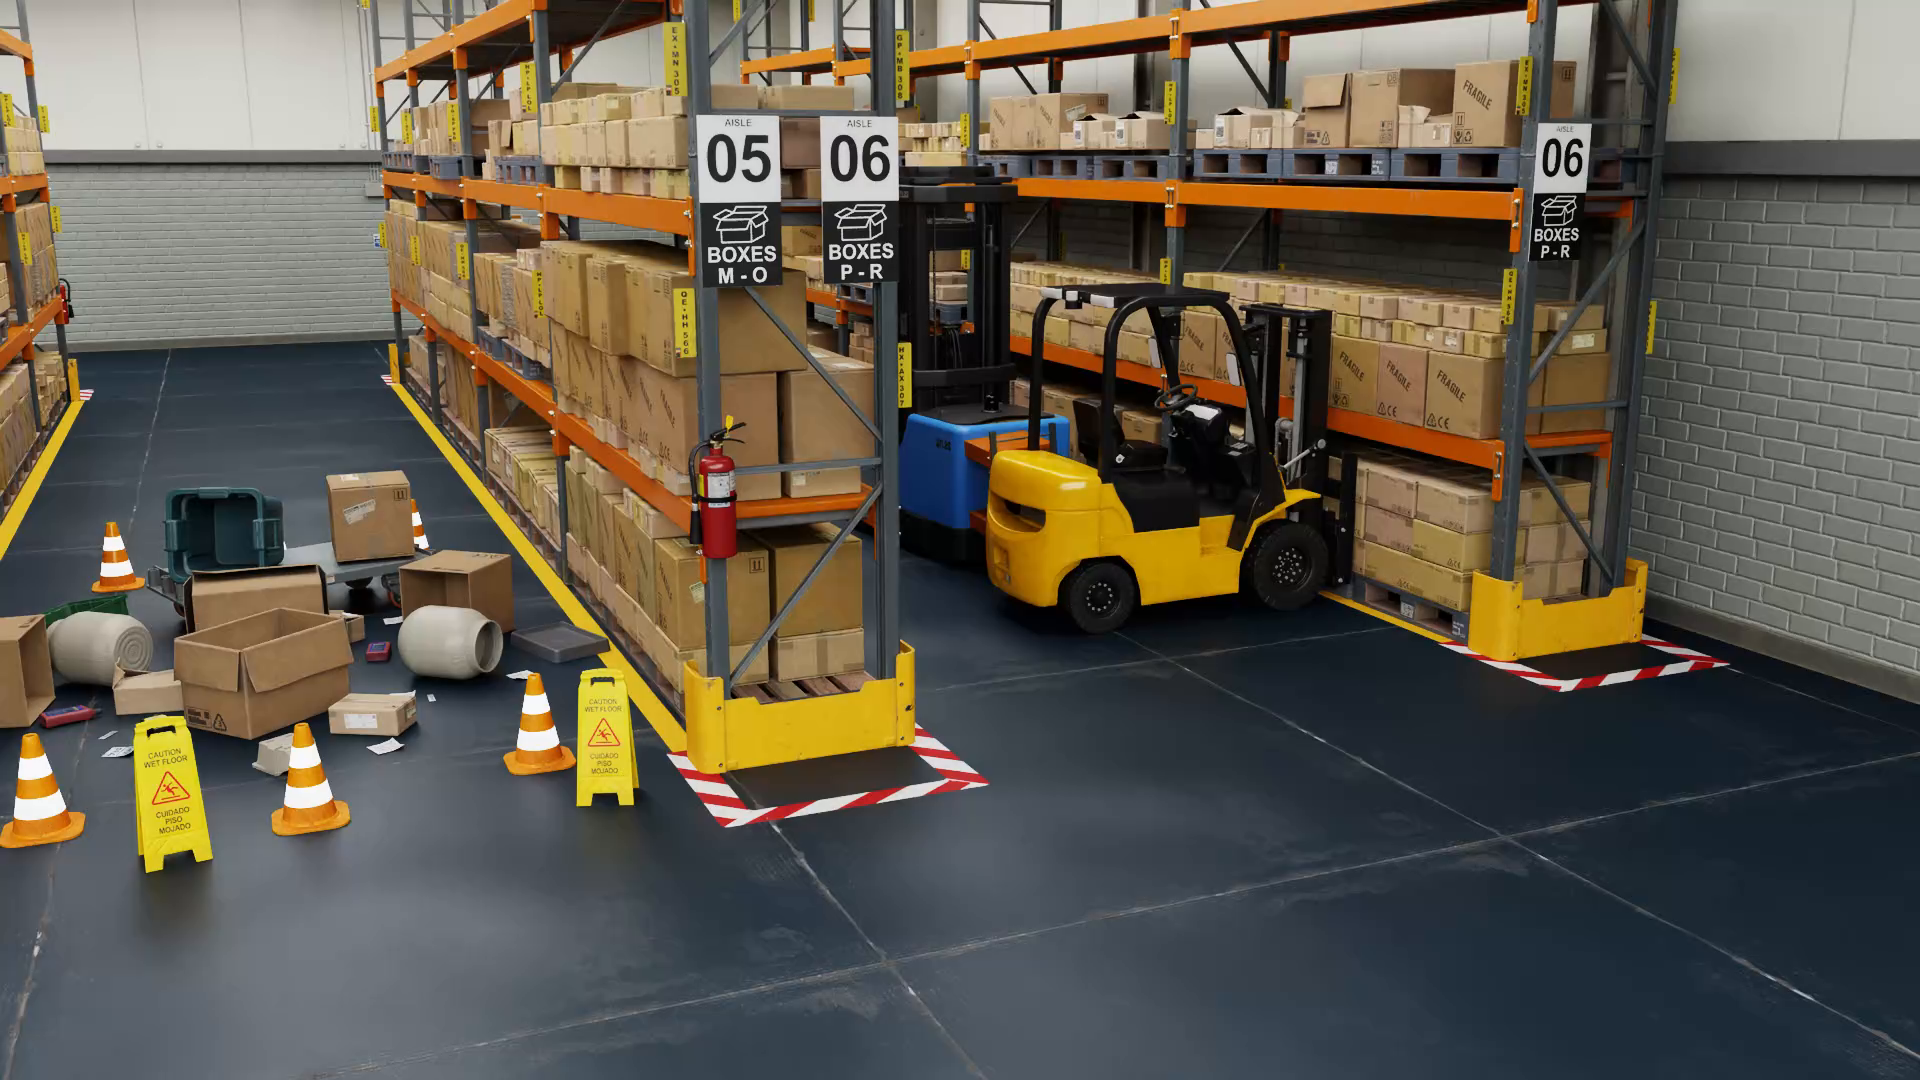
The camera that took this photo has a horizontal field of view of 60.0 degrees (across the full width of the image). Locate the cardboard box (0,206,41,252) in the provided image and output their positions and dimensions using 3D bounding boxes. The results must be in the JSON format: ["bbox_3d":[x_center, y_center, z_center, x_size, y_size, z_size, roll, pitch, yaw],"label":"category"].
[{"bbox_3d":[-10.648,-3.485,18.675,0.500,0.500,0.500,-6,14,-25],"label":"cardboard box"}]

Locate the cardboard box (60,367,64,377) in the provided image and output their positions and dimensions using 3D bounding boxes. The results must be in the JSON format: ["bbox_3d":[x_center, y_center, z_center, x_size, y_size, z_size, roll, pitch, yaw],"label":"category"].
[{"bbox_3d":[-11.221,-2.074,20.409,0.380,0.149,0.250,-6,14,-24],"label":"cardboard box"}]

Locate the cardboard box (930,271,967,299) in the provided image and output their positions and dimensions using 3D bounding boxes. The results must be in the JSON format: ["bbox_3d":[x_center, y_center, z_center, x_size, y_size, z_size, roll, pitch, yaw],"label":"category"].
[{"bbox_3d":[-0.167,-2.781,18.134,0.500,0.250,0.500,-6,14,-26],"label":"cardboard box"}]

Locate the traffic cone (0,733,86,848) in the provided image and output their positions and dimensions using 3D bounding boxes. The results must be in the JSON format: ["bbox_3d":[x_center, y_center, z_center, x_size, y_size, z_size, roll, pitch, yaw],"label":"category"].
[{"bbox_3d":[-4.196,1.107,7.560,0.336,0.463,0.334,-6,14,-23],"label":"traffic cone"}]

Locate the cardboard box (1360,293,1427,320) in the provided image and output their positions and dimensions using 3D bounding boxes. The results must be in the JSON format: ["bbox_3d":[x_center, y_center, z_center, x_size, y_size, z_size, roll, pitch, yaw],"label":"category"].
[{"bbox_3d":[2.926,-1.574,11.199,0.380,0.149,0.250,-5,14,-22],"label":"cardboard box"}]

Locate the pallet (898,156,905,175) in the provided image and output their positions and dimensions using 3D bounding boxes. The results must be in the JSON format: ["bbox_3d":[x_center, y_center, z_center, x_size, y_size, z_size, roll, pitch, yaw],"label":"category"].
[{"bbox_3d":[-0.435,-4.302,19.069,1.213,0.211,1.003,-6,14,-23],"label":"pallet"}]

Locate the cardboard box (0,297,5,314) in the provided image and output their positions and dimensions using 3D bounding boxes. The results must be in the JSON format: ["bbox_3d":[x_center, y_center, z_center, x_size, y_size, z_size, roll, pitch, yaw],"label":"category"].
[{"bbox_3d":[-9.549,-2.283,16.206,0.380,0.149,0.250,-6,14,-23],"label":"cardboard box"}]

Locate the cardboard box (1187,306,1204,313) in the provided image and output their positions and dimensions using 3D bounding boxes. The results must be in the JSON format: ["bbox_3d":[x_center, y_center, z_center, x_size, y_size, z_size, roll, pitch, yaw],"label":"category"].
[{"bbox_3d":[2.041,-1.909,13.307,0.380,0.149,0.250,-6,14,-24],"label":"cardboard box"}]

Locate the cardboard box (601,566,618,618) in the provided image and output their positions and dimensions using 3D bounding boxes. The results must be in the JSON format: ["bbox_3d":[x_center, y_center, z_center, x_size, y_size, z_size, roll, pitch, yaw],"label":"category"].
[{"bbox_3d":[-1.964,0.315,10.524,0.500,0.250,0.500,-6,14,-24],"label":"cardboard box"}]

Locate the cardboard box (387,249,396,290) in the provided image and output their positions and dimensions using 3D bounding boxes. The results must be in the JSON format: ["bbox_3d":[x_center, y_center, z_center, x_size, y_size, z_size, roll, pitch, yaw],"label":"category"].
[{"bbox_3d":[-7.270,-3.588,21.998,0.500,0.500,0.500,-6,14,-23],"label":"cardboard box"}]

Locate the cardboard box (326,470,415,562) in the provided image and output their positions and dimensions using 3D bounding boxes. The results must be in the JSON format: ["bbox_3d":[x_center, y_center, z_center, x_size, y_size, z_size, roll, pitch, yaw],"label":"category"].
[{"bbox_3d":[-4.011,-0.169,11.313,0.500,0.500,0.500,-6,14,-23],"label":"cardboard box"}]

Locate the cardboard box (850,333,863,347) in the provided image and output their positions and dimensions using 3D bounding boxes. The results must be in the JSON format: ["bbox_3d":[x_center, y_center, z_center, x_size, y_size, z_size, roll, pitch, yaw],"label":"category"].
[{"bbox_3d":[-1.150,-2.492,20.657,0.380,0.149,0.250,-5,14,-20],"label":"cardboard box"}]

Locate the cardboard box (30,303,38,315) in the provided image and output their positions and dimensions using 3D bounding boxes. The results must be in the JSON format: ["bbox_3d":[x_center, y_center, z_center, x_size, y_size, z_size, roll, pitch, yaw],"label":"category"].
[{"bbox_3d":[-10.376,-2.547,18.281,0.380,0.149,0.250,-5,14,-22],"label":"cardboard box"}]

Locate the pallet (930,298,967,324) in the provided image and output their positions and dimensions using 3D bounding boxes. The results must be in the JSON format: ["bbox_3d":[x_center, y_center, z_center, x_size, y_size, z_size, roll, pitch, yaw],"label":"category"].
[{"bbox_3d":[0.216,-2.501,17.949,1.213,0.211,1.003,-6,14,-23],"label":"pallet"}]

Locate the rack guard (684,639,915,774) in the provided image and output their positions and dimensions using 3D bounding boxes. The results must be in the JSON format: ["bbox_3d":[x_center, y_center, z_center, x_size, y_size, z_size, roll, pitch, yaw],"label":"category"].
[{"bbox_3d":[-0.820,0.843,8.617,1.175,0.500,0.348,-6,14,-23],"label":"rack guard"}]

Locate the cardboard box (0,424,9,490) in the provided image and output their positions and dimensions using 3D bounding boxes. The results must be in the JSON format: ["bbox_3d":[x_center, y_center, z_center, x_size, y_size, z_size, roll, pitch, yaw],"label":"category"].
[{"bbox_3d":[-8.539,-0.700,14.352,0.500,0.500,0.500,-6,14,-25],"label":"cardboard box"}]

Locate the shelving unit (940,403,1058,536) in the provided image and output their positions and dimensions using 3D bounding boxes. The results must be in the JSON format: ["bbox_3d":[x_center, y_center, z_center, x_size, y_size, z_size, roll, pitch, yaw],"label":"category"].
[{"bbox_3d":[0.303,-0.363,12.358,0.538,1.125,1.048,-9,16,-19],"label":"shelving unit"}]

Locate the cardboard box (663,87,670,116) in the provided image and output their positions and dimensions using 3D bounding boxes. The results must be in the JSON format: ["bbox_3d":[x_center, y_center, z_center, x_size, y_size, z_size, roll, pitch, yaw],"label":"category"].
[{"bbox_3d":[-1.264,-2.186,8.300,0.380,0.149,0.250,-5,14,-22],"label":"cardboard box"}]

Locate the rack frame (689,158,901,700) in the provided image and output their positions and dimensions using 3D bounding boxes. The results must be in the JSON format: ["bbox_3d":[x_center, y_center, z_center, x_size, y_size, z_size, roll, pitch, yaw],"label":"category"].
[{"bbox_3d":[-0.790,-0.359,8.268,1.000,3.000,0.127,-6,14,-23],"label":"rack frame"}]

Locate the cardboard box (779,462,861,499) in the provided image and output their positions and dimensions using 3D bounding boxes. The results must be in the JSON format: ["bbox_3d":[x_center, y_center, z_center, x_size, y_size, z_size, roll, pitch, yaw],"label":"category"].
[{"bbox_3d":[-0.736,-0.325,8.680,0.380,0.149,0.250,-6,14,-23],"label":"cardboard box"}]

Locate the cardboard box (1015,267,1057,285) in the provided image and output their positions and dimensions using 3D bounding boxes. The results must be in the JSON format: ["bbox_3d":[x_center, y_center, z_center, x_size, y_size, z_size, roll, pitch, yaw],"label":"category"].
[{"bbox_3d":[0.761,-2.574,16.180,0.380,0.149,0.250,-5,14,-22],"label":"cardboard box"}]

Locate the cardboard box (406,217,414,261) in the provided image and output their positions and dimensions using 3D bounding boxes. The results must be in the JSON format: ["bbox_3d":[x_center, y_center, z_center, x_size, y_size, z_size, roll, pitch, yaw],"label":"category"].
[{"bbox_3d":[-6.235,-3.552,19.625,0.500,0.500,0.500,-6,14,-24],"label":"cardboard box"}]

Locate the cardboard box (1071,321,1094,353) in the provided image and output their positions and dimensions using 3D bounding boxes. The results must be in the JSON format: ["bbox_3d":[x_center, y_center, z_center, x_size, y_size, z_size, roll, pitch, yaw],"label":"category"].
[{"bbox_3d":[1.336,-1.850,15.045,0.500,0.250,0.500,-6,14,-23],"label":"cardboard box"}]

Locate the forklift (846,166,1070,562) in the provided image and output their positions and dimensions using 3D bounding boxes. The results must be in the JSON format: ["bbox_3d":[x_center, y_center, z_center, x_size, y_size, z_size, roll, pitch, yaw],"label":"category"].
[{"bbox_3d":[-0.309,-1.551,13.572,1.130,2.935,3.031,-7,15,-29],"label":"forklift"}]

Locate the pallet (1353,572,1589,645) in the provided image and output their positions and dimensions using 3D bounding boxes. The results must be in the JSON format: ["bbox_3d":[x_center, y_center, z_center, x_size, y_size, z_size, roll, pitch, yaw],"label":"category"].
[{"bbox_3d":[3.412,0.396,11.189,1.003,0.211,1.213,-6,14,-23],"label":"pallet"}]

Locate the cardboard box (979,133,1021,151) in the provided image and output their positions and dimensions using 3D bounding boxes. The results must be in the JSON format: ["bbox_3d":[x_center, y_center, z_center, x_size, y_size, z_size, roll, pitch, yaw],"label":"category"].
[{"bbox_3d":[0.414,-3.962,16.549,0.380,0.166,0.250,-6,14,-23],"label":"cardboard box"}]

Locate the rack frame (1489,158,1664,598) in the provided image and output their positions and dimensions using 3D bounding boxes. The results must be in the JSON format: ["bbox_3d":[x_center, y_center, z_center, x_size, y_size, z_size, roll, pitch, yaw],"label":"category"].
[{"bbox_3d":[3.757,-0.808,10.208,1.000,3.000,0.127,-6,14,-23],"label":"rack frame"}]

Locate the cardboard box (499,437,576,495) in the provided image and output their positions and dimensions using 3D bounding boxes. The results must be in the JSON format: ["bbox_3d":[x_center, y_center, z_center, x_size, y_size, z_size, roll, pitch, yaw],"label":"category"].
[{"bbox_3d":[-3.474,-0.667,14.494,0.950,0.372,0.625,-6,14,-24],"label":"cardboard box"}]

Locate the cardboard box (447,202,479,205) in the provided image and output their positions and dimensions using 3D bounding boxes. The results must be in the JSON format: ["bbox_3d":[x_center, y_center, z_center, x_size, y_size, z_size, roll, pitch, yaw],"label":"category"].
[{"bbox_3d":[-6.043,-4.038,20.286,0.380,0.149,0.250,-6,14,-23],"label":"cardboard box"}]

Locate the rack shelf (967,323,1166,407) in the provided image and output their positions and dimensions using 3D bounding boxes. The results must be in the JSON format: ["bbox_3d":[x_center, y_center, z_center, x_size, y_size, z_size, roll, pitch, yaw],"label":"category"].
[{"bbox_3d":[1.353,-1.697,15.645,1.077,0.370,4.000,-6,14,-23],"label":"rack shelf"}]

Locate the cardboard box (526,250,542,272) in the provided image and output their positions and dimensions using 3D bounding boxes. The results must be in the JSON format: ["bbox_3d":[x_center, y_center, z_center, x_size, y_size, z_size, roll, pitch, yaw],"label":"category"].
[{"bbox_3d":[-3.072,-2.116,12.607,0.380,0.149,0.250,-6,14,-25],"label":"cardboard box"}]

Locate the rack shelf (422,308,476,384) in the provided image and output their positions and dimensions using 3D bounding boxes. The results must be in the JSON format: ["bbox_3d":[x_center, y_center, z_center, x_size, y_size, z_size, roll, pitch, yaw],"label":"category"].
[{"bbox_3d":[-4.795,-2.074,17.275,1.077,0.370,4.000,-6,14,-23],"label":"rack shelf"}]

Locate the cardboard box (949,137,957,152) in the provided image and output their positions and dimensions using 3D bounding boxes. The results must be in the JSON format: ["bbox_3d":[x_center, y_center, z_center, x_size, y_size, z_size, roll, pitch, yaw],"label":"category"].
[{"bbox_3d":[0.104,-4.150,17.445,0.380,0.149,0.250,-6,14,-24],"label":"cardboard box"}]

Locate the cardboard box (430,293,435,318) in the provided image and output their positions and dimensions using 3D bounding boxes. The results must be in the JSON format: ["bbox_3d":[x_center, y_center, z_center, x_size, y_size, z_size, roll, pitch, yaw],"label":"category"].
[{"bbox_3d":[-5.454,-2.543,18.039,0.500,0.250,0.500,-6,14,-24],"label":"cardboard box"}]

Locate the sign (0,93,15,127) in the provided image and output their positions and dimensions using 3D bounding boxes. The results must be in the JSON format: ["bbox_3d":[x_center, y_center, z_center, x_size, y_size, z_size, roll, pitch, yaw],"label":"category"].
[{"bbox_3d":[-9.585,-4.326,16.736,0.100,0.325,0.005,-6,14,-23],"label":"sign"}]

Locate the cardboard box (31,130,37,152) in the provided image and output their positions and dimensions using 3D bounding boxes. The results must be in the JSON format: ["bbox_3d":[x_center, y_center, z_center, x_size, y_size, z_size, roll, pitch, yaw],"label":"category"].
[{"bbox_3d":[-11.070,-4.651,19.383,0.500,0.250,0.500,-6,14,-24],"label":"cardboard box"}]

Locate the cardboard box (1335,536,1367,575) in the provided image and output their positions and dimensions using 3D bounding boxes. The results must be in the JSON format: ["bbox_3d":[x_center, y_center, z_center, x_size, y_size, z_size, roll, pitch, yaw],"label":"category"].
[{"bbox_3d":[2.896,0.051,11.665,0.500,0.250,0.500,-5,14,-22],"label":"cardboard box"}]

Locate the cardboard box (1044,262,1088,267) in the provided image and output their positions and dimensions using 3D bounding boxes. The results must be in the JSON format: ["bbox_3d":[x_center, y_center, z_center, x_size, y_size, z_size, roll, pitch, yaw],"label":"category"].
[{"bbox_3d":[1.075,-2.733,16.864,0.380,0.149,0.250,-5,14,-21],"label":"cardboard box"}]

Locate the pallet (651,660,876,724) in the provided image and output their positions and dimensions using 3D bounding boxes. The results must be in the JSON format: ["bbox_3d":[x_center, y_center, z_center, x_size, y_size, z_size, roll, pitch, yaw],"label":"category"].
[{"bbox_3d":[-1.113,0.813,9.389,1.003,0.211,1.213,-6,14,-23],"label":"pallet"}]

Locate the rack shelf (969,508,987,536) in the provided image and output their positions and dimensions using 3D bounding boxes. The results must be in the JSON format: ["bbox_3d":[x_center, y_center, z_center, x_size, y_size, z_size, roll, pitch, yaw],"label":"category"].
[{"bbox_3d":[0.320,-0.128,12.420,0.538,0.278,1.000,-9,16,-19],"label":"rack shelf"}]

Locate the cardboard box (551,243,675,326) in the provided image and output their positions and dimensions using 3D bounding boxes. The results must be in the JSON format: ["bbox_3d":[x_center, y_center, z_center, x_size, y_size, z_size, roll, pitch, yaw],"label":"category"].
[{"bbox_3d":[-2.230,-1.648,10.739,0.700,0.500,0.500,-6,14,-23],"label":"cardboard box"}]

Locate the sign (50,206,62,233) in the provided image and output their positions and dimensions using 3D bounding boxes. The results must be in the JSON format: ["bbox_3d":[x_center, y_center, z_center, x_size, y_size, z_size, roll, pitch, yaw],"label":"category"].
[{"bbox_3d":[-11.177,-3.960,20.561,0.100,0.325,0.005,-6,14,-23],"label":"sign"}]

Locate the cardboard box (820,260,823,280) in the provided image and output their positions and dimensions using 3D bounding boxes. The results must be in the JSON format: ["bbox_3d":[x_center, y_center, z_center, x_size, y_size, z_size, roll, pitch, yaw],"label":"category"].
[{"bbox_3d":[-1.478,-3.442,21.263,0.500,0.250,0.500,-5,14,-22],"label":"cardboard box"}]

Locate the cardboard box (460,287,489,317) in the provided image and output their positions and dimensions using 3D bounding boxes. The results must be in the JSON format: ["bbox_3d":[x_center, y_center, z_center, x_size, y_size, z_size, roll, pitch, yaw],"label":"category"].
[{"bbox_3d":[-4.421,-2.259,15.703,0.500,0.250,0.500,-6,14,-23],"label":"cardboard box"}]

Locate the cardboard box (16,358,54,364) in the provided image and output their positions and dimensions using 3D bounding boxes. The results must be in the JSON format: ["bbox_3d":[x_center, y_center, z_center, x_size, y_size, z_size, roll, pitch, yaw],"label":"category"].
[{"bbox_3d":[-10.936,-2.057,19.677,0.380,0.149,0.250,-6,14,-25],"label":"cardboard box"}]

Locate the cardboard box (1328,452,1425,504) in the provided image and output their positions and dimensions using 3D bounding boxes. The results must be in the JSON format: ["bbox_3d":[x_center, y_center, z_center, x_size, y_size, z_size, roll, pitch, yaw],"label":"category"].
[{"bbox_3d":[2.865,-0.435,11.547,0.500,0.250,0.500,-5,14,-22],"label":"cardboard box"}]

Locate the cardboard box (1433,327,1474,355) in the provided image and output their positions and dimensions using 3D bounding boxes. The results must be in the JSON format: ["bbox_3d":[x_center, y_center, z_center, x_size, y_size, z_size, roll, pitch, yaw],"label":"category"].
[{"bbox_3d":[3.232,-1.269,10.540,0.380,0.149,0.250,-5,14,-22],"label":"cardboard box"}]

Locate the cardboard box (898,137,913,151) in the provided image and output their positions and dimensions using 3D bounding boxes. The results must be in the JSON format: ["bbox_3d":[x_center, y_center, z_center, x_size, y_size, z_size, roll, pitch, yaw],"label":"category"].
[{"bbox_3d":[-0.656,-4.466,18.767,0.380,0.149,0.250,-5,14,-22],"label":"cardboard box"}]

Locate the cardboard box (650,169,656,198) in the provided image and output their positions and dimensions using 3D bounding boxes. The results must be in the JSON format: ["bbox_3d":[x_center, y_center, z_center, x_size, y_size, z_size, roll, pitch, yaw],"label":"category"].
[{"bbox_3d":[-1.394,-1.853,8.627,0.380,0.149,0.250,-5,14,-21],"label":"cardboard box"}]

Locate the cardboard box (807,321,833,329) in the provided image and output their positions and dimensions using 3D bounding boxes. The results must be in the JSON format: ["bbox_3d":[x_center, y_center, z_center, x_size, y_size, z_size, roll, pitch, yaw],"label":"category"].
[{"bbox_3d":[-2.187,-2.785,23.364,0.700,0.500,0.500,-5,14,-21],"label":"cardboard box"}]

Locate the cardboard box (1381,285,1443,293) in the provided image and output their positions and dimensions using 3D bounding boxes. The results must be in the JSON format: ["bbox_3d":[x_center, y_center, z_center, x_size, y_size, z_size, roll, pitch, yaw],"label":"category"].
[{"bbox_3d":[3.225,-1.728,11.865,0.380,0.149,0.250,-6,14,-23],"label":"cardboard box"}]

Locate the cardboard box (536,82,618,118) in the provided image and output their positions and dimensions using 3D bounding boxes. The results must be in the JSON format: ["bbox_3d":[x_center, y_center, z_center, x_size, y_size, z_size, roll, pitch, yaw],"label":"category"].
[{"bbox_3d":[-2.741,-3.130,11.881,0.500,0.250,0.500,-5,14,-22],"label":"cardboard box"}]

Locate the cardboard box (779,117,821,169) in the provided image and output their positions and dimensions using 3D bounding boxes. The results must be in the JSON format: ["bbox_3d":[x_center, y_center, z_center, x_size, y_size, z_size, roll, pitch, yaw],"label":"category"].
[{"bbox_3d":[-0.747,-2.020,8.466,0.500,0.250,0.500,-6,14,-24],"label":"cardboard box"}]

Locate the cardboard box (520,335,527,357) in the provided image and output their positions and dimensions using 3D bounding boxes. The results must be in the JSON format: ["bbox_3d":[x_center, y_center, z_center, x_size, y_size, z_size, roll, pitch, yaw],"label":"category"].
[{"bbox_3d":[-3.182,-1.507,12.855,0.380,0.149,0.250,-5,14,-22],"label":"cardboard box"}]

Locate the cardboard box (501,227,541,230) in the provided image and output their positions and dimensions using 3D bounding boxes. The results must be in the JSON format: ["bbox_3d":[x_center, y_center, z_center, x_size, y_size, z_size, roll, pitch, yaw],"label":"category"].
[{"bbox_3d":[-4.369,-2.881,16.727,0.500,0.500,0.500,-5,14,-21],"label":"cardboard box"}]

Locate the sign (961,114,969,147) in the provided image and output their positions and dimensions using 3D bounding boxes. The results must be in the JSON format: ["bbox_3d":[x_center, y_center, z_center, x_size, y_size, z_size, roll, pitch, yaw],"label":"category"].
[{"bbox_3d":[0.054,-4.125,16.743,0.100,0.325,0.005,-6,14,-23],"label":"sign"}]

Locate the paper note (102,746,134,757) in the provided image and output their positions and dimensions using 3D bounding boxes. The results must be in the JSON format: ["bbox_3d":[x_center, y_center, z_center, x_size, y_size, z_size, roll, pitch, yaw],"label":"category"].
[{"bbox_3d":[-4.341,1.088,8.606,0.144,0.017,0.142,-1,13,-4],"label":"paper note"}]

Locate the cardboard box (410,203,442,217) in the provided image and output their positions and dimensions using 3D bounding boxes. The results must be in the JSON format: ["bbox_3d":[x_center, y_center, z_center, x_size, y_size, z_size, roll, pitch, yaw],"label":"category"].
[{"bbox_3d":[-6.360,-3.941,19.866,0.380,0.149,0.250,-6,14,-23],"label":"cardboard box"}]

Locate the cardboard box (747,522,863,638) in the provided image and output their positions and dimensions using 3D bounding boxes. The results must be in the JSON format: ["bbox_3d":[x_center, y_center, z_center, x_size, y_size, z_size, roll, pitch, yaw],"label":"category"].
[{"bbox_3d":[-0.870,0.214,9.295,0.500,0.500,0.500,-6,14,-25],"label":"cardboard box"}]
